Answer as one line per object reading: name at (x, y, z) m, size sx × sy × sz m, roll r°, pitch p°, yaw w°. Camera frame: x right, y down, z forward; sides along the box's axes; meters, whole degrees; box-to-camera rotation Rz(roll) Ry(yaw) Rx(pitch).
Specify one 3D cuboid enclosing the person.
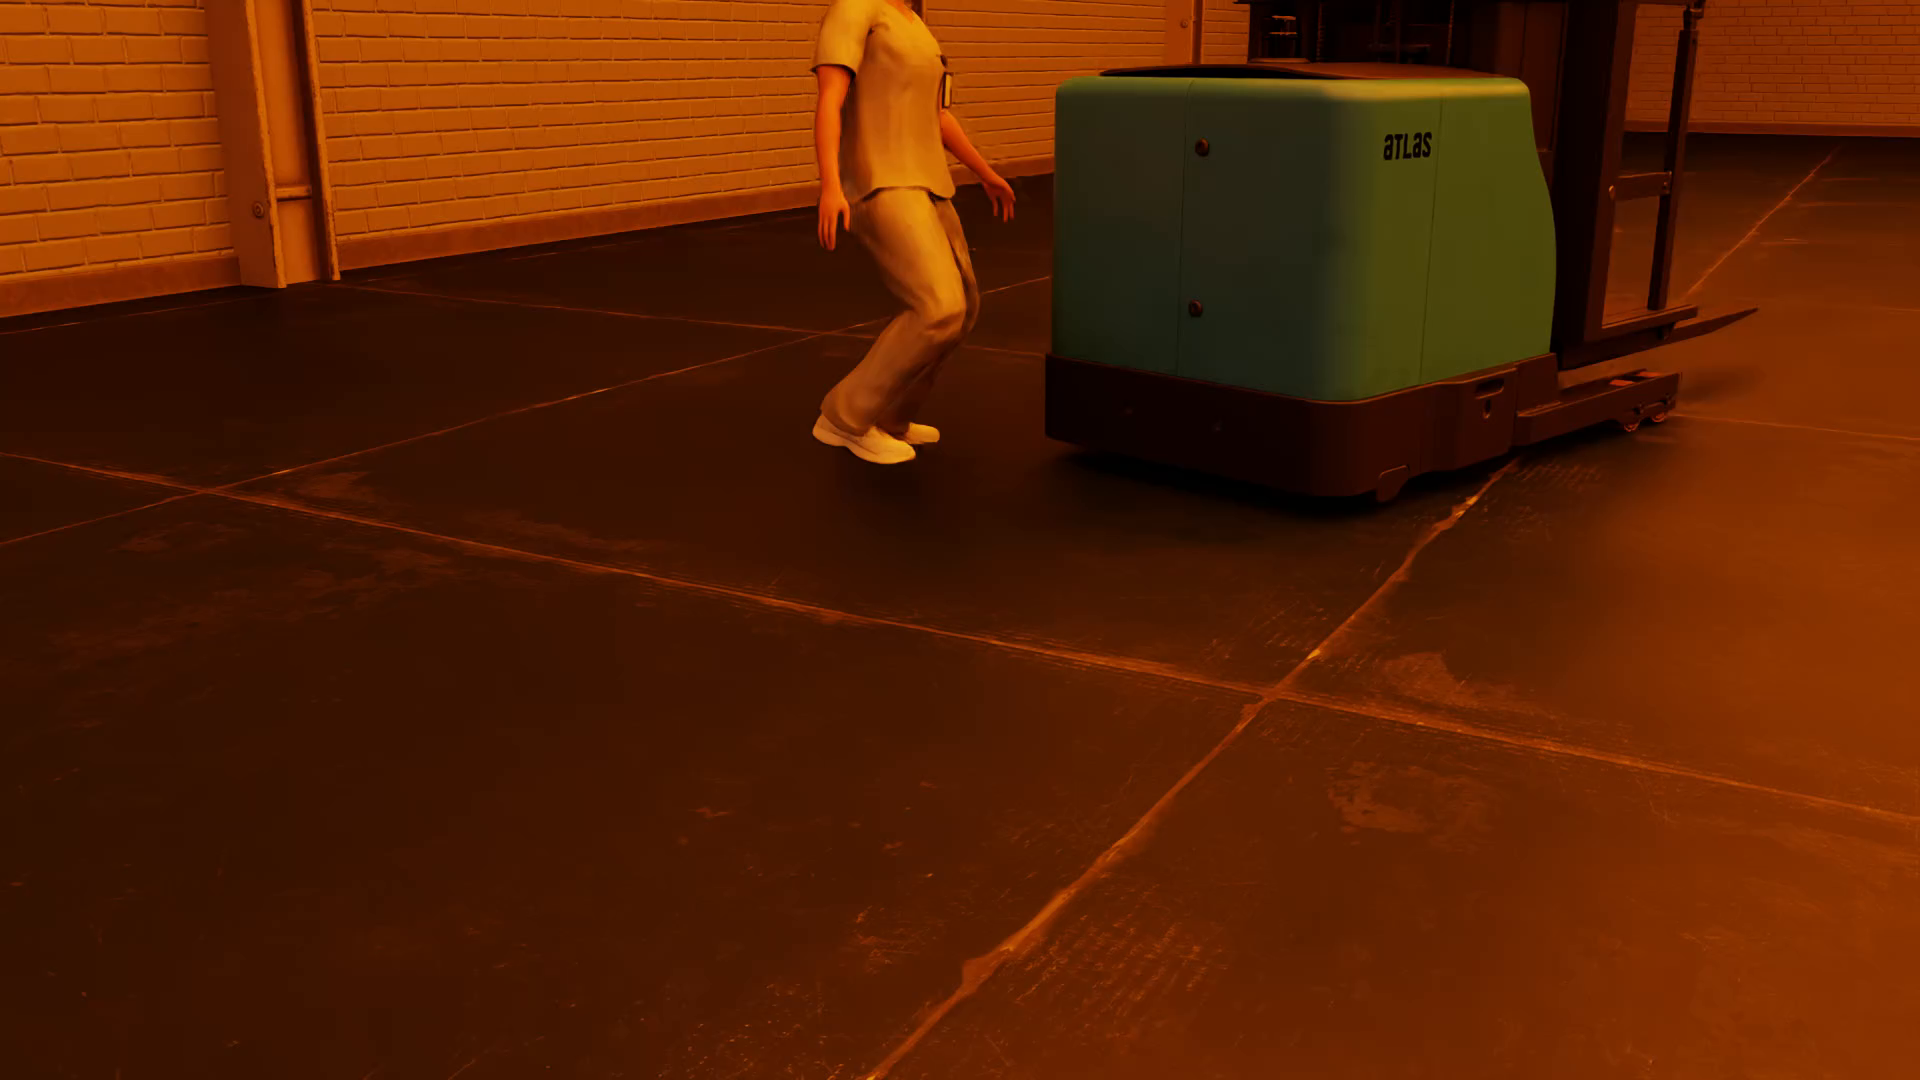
person at (-0.151, -0.945, 4.521) m, size 0.587 × 1.573 × 0.824 m, roll 8°, pitch 18°, yaw 24°

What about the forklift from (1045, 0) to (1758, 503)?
forklift at (1.656, -1.834, 5.080) m, size 3.031 × 2.935 × 1.130 m, roll -15°, pitch 22°, yaw -42°
